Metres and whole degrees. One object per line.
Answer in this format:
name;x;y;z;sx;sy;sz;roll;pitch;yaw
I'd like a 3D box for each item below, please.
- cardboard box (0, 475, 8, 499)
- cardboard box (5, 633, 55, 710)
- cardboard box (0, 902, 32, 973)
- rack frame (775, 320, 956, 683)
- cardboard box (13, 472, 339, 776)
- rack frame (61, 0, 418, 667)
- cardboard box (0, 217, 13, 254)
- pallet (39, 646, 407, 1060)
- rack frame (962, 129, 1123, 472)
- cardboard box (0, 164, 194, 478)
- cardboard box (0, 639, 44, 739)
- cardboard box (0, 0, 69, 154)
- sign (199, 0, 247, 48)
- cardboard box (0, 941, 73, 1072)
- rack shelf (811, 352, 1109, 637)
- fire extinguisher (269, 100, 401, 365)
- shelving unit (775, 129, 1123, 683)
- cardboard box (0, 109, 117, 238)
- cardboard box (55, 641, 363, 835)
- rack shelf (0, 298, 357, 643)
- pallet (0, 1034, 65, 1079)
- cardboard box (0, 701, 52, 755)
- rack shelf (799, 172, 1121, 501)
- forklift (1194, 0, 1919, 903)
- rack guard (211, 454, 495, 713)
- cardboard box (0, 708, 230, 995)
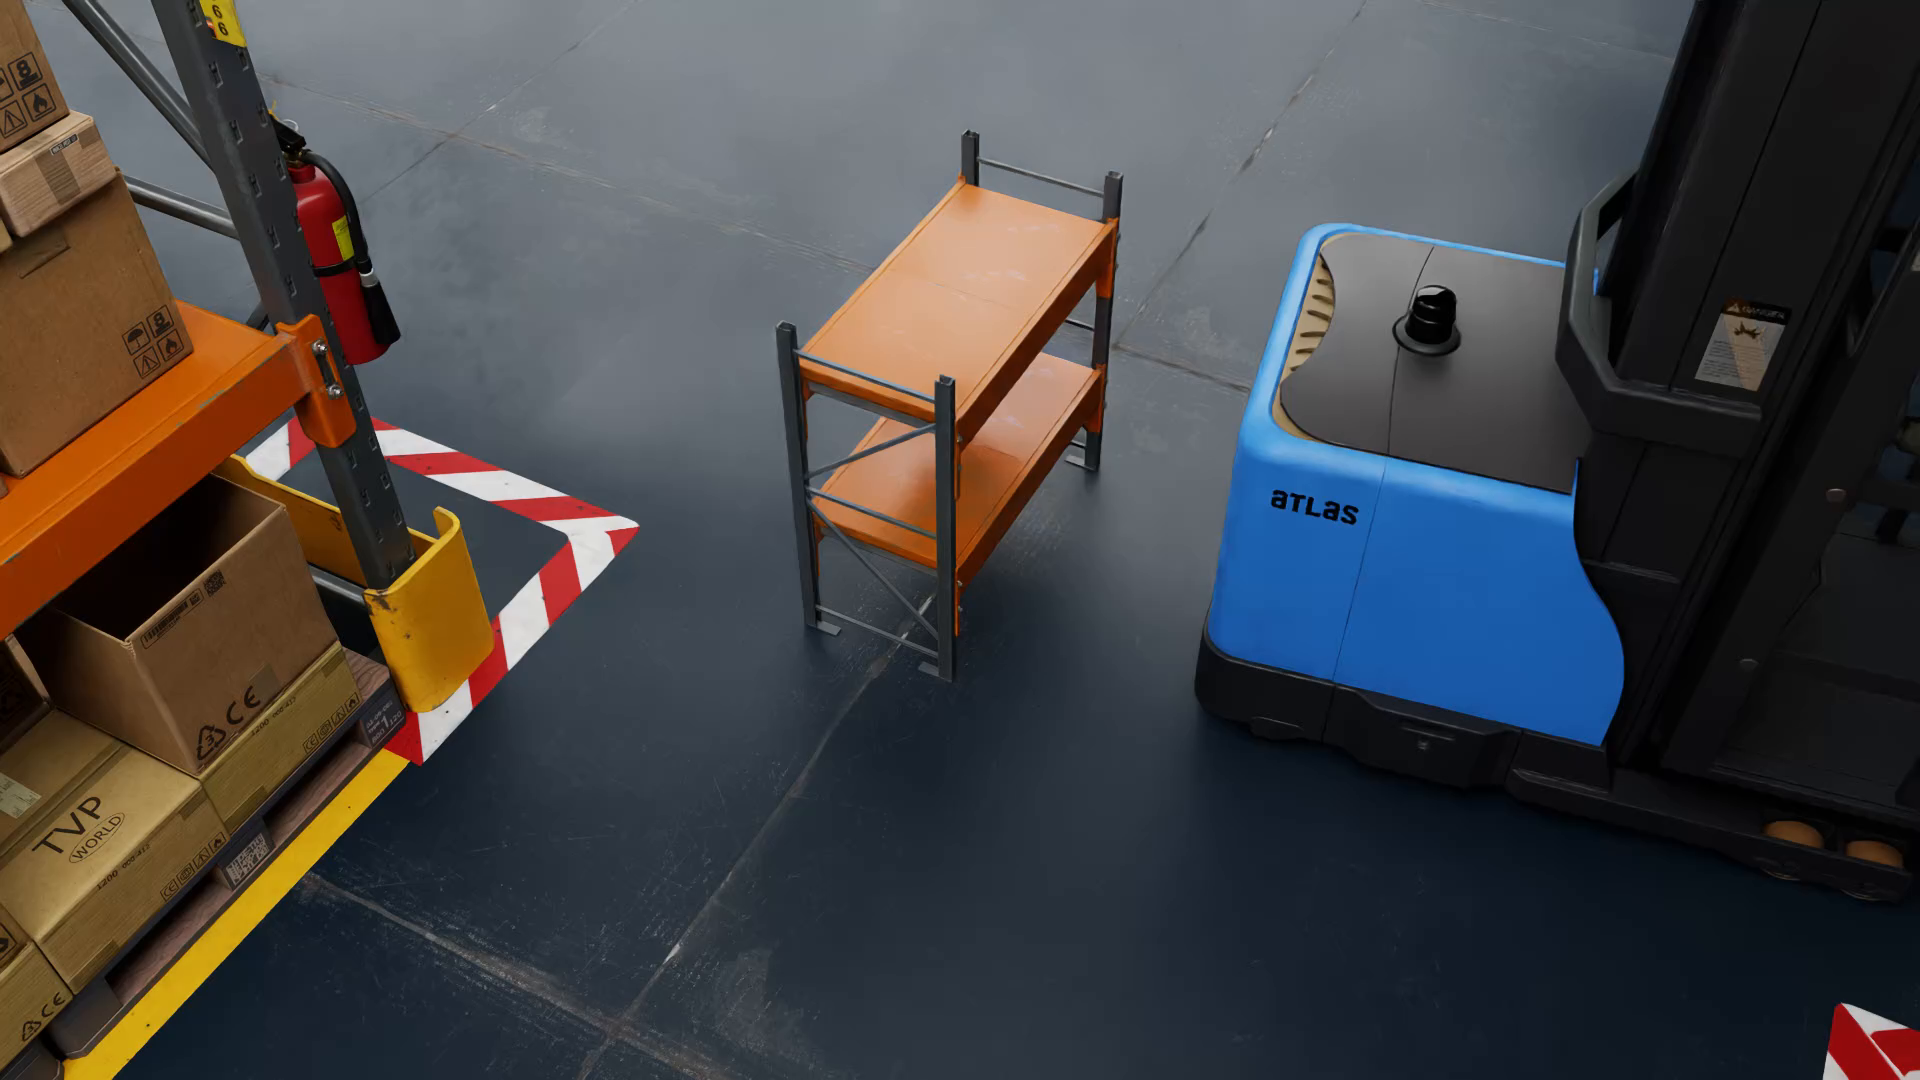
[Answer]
cardboard box;-2.435;-0.241;3.309;0.700;0.500;0.500;22;49;20
cardboard box;-2.413;0.255;4.527;0.500;0.250;0.500;20;49;19
cardboard box;-2.404;0.798;3.463;0.500;0.500;0.500;20;49;19
rack frame;-0.239;-0.071;4.529;0.500;1.125;0.032;20;49;19
cardboard box;-1.952;0.163;4.091;0.500;0.500;0.500;20;49;19
rack frame;-1.967;-0.829;3.960;1.000;3.000;0.127;20;49;19
cardboard box;-2.096;-0.623;3.230;0.380;0.149;0.250;22;49;20
pallet;-2.285;0.647;4.462;1.003;0.211;1.213;20;49;19
rack frame;0.233;-0.711;5.162;0.500;1.125;0.032;20;49;19
cardboard box;-2.195;-0.574;3.638;0.700;0.500;0.500;20;49;19
cardboard box;-2.643;0.307;3.949;0.500;0.500;0.500;20;49;19
cardboard box;-2.220;-0.997;3.144;0.700;0.500;0.500;21;49;19
sign;-1.493;-1.131;3.278;0.100;0.325;0.005;20;49;19
cardboard box;-2.406;1.060;3.731;0.500;0.250;0.500;20;49;19
rack shelf;-0.003;-0.219;5.020;0.538;0.278;1.000;20;49;19
fire extinguisher;-1.501;-0.723;3.910;0.296;0.674;0.183;20;49;19
shelving unit;-0.003;-0.391;4.846;0.538;1.125;1.048;20;49;19
cardboard box;-1.976;-0.788;3.394;0.380;0.149;0.250;20;49;18
cardboard box;-1.954;0.426;4.358;0.500;0.250;0.500;20;49;19
rack shelf;-2.895;0.684;2.971;1.077;0.370;4.000;20;49;19
pallet;-2.852;1.413;3.705;1.003;0.211;1.213;20;49;19
cardboard box;-2.642;0.571;4.215;0.500;0.250;0.500;20;49;19
rack shelf;-0.003;-0.597;4.638;0.538;0.278;1.000;20;49;19
forklift;2.241;-0.522;3.705;3.031;2.935;1.130;13;47;13
rack guard;-1.956;0.035;4.864;1.175;0.500;0.348;20;49;19
cardboard box;-2.176;0.745;4.043;0.500;0.250;0.500;20;49;19
